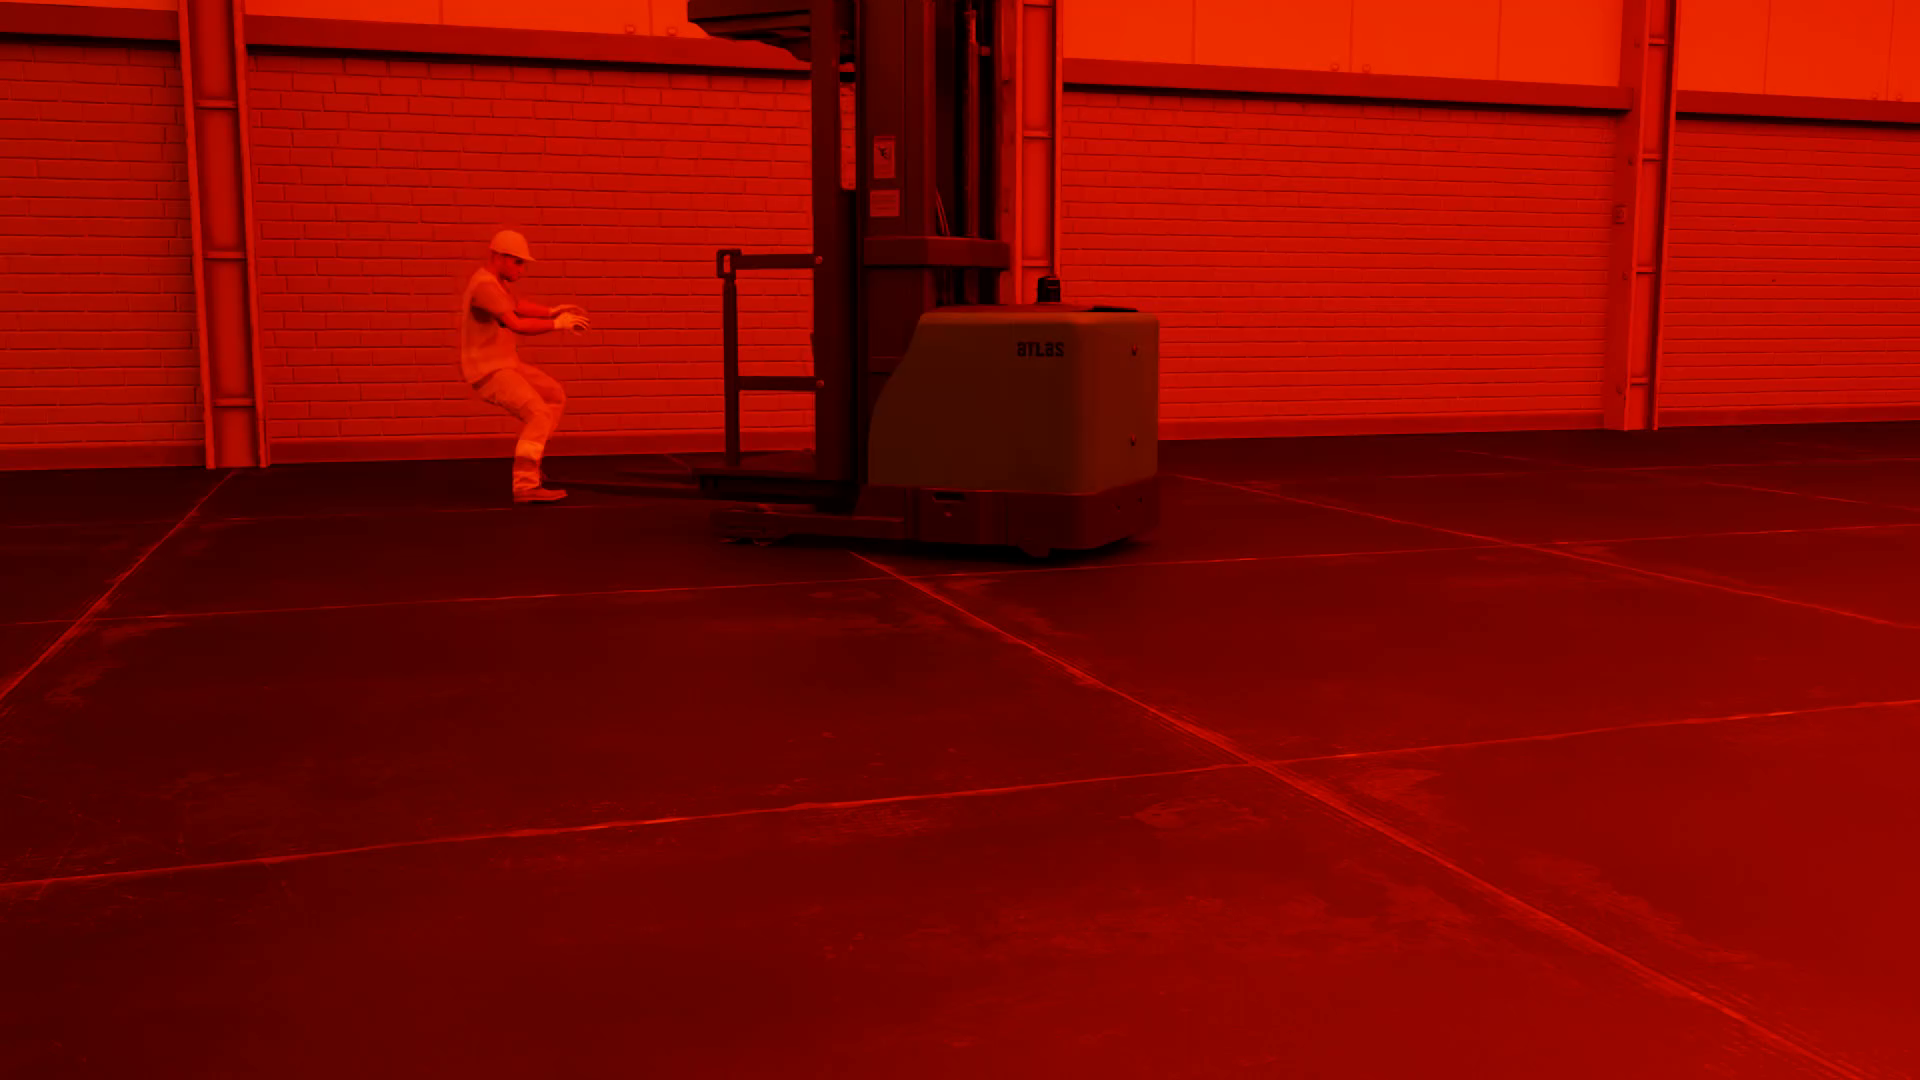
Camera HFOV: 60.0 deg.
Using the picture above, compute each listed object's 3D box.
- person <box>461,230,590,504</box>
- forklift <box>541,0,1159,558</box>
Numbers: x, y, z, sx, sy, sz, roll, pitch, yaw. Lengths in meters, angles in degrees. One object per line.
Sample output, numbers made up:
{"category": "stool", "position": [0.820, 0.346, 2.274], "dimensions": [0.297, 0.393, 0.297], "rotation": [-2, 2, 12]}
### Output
{"category": "person", "position": [-2.539, -1.037, 9.817], "dimensions": [0.762, 1.551, 1.046], "rotation": [-1, 8, -5]}
{"category": "forklift", "position": [-0.613, -1.483, 7.952], "dimensions": [3.031, 2.935, 1.130], "rotation": [4, 9, 24]}
